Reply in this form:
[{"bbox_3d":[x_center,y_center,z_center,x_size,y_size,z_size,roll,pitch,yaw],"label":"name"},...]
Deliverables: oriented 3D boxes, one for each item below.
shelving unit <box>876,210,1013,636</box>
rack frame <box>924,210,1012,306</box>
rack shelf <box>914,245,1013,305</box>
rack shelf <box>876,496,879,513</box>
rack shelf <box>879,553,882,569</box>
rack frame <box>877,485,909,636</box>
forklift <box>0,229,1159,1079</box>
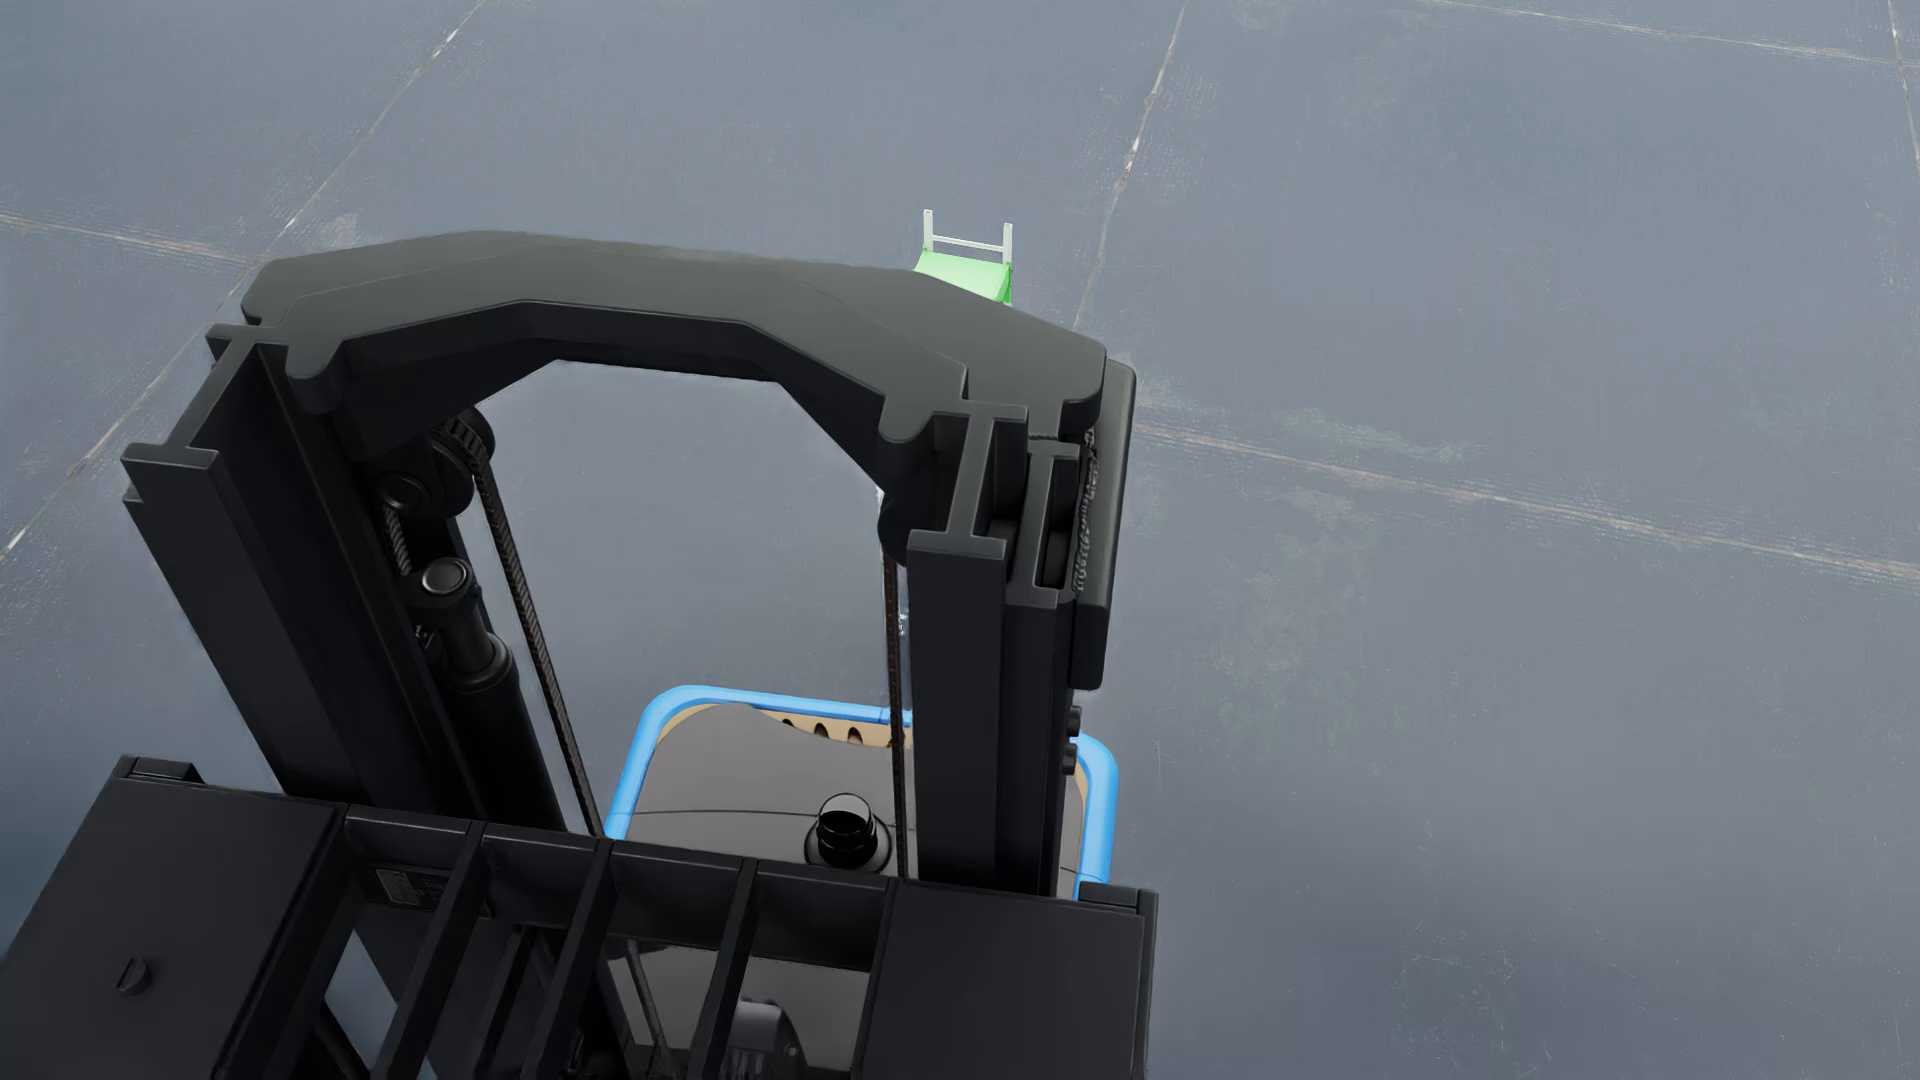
[{"bbox_3d":[-0.044,-0.277,4.694,0.258,1.200,0.503,12,50,10],"label":"shelving unit"},{"bbox_3d":[0.021,-0.454,4.850,0.240,1.200,0.015,12,50,10],"label":"rack frame"},{"bbox_3d":[-0.044,-0.553,4.383,0.258,0.148,0.480,12,50,10],"label":"rack shelf"},{"bbox_3d":[-0.044,-0.235,4.742,0.258,0.148,0.480,12,50,10],"label":"rack shelf"},{"bbox_3d":[-0.044,-0.076,4.922,0.258,0.148,0.480,12,50,10],"label":"rack shelf"},{"bbox_3d":[-0.108,-0.101,4.539,0.240,1.200,0.015,12,50,10],"label":"rack frame"},{"bbox_3d":[-0.386,1.189,2.245,1.130,2.935,3.031,6,49,6],"label":"forklift"}]
